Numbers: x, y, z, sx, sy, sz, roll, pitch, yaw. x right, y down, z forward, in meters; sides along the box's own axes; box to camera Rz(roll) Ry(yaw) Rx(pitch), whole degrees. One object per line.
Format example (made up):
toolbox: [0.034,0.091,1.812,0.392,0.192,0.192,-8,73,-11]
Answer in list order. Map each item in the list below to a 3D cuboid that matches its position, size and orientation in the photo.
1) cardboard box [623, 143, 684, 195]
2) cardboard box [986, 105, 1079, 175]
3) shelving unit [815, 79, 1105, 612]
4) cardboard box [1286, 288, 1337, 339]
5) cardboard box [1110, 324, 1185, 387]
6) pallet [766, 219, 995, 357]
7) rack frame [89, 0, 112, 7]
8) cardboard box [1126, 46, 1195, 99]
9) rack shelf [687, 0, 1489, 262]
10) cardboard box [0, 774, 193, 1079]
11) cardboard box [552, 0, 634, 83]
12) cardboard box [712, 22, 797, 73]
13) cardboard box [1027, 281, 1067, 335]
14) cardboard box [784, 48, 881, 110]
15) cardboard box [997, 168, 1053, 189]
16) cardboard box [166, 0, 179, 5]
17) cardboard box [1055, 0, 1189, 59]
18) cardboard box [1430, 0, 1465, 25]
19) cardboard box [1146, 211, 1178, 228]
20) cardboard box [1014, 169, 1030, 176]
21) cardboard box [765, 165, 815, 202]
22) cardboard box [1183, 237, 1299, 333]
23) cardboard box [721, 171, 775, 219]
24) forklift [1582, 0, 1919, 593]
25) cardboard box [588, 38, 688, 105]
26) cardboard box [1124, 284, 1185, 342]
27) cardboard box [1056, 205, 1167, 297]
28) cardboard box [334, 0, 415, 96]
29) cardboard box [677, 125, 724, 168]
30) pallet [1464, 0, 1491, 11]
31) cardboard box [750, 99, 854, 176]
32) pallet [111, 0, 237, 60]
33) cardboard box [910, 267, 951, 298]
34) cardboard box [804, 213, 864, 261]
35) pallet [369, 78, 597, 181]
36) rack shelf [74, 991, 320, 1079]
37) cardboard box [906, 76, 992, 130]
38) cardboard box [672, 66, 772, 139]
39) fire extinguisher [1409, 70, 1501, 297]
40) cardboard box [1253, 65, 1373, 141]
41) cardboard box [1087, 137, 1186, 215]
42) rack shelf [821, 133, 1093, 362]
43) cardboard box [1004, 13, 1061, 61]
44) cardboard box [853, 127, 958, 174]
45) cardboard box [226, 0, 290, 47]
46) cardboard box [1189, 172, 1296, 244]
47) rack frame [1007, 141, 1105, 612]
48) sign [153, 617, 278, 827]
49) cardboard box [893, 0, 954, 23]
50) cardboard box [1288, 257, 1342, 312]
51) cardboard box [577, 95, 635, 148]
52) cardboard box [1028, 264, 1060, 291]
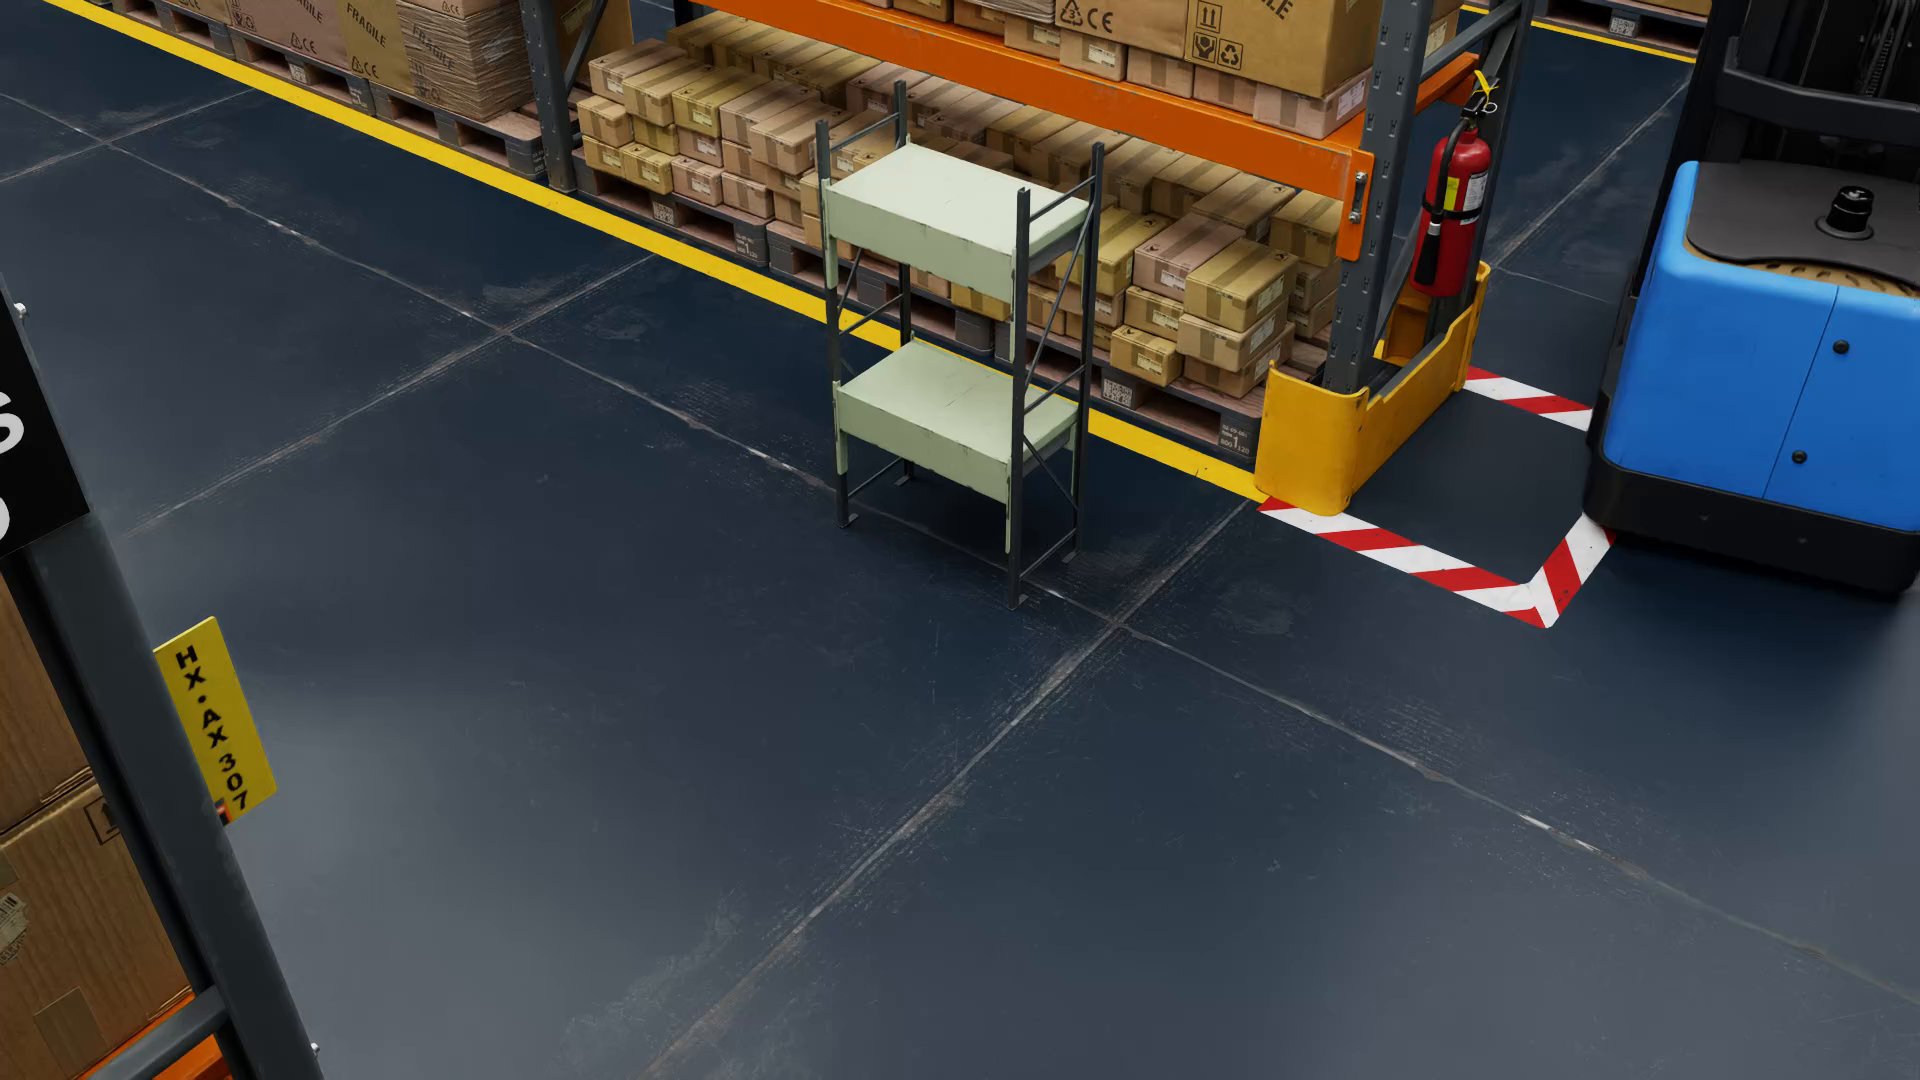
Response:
cardboard box: [-1.286,-1.717,7.481,0.250,0.149,0.380,27,45,30]
cardboard box: [0.319,-1.692,6.967,0.250,0.149,0.380,26,45,29]
shelving unit: [-0.005,-0.593,5.291,0.755,1.500,0.431,25,45,29]
cardboard box: [1.364,-0.965,6.521,0.250,0.149,0.380,26,45,29]
cardboard box: [0.775,-0.754,6.251,0.250,0.149,0.380,27,45,30]
pallet: [-0.063,-1.278,7.211,1.213,0.211,1.003,25,45,29]
rack frame: [-4.769,-4.565,9.148,0.127,3.000,1.000,25,45,29]
cardboard box: [0.772,-1.652,5.630,0.250,0.149,0.380,25,44,28]
rack shelf: [-0.003,-2.035,6.499,4.000,0.370,1.077,25,45,29]
cardboard box: [-1.548,0.533,2.555,0.500,0.500,0.500,25,44,28]
cardboard box: [-2.017,-2.655,8.395,0.500,0.500,0.500,27,45,30]
cardboard box: [-0.924,-2.262,7.695,0.250,0.149,0.380,26,45,29]
cardboard box: [0.413,-0.981,6.541,0.250,0.149,0.380,26,45,29]
cardboard box: [-0.563,-2.037,7.408,0.250,0.149,0.380,27,45,30]
cardboard box: [0.149,-1.279,6.439,0.250,0.149,0.380,27,45,30]
cardboard box: [-4.362,-3.356,9.291,0.500,0.500,0.500,23,44,27]
cardboard box: [0.666,-1.963,5.502,0.500,0.500,0.500,25,44,28]
cardboard box: [1.397,-2.029,5.586,0.500,0.500,0.500,27,46,31]
cardboard box: [0.894,-1.229,6.618,0.250,0.149,0.380,26,45,29]
cardboard box: [0.247,-1.513,6.980,0.250,0.149,0.380,28,46,31]
cardboard box: [-0.610,-1.593,7.082,0.250,0.149,0.380,27,46,30]
cardboard box: [1.011,-0.920,5.982,0.250,0.149,0.380,26,45,29]
cardboard box: [-0.825,-1.578,7.305,0.250,0.149,0.380,24,44,28]
forklift: [3.215,-1.889,5.785,1.130,2.935,3.031,15,41,18]
cardboard box: [-1.444,-2.114,7.506,0.250,0.149,0.380,27,46,30]
cardboard box: [0.818,-0.911,6.211,0.250,0.149,0.380,24,44,28]
cardboard box: [0.564,-1.077,6.182,0.250,0.149,0.380,24,44,28]
cardboard box: [-2.740,-2.594,8.317,0.500,0.500,0.500,24,44,28]
cardboard box: [-1.027,-1.810,7.359,0.250,0.149,0.380,25,44,28]
pallet: [3.032,-3.580,10.152,1.213,0.211,1.003,25,45,29]
cardboard box: [-0.657,-1.689,6.964,0.250,0.149,0.380,26,45,29]
pallet: [-4.149,-3.174,9.633,1.213,0.211,1.003,25,45,29]
cardboard box: [-0.032,-1.158,6.768,0.250,0.149,0.380,26,45,29]
cardboard box: [-0.442,-1.350,7.013,0.250,0.149,0.380,24,44,27]
pallet: [-2.211,-2.260,8.465,1.213,0.211,1.003,25,45,29]
rack shelf: [-2.930,0.427,3.355,4.000,0.370,1.077,25,45,29]
cardboard box: [-0.070,-1.886,7.215,0.250,0.149,0.380,24,44,27]
cardboard box: [-1.030,-1.911,7.247,0.250,0.149,0.380,25,44,28]
fire extinguisher: [1.505,-1.071,5.050,0.183,0.674,0.296,25,45,29]
cardboard box: [1.155,-1.454,5.377,0.250,0.149,0.380,25,45,29]
cardboard box: [0.714,-1.462,6.674,0.250,0.149,0.380,23,44,27]
rack shelf: [-0.005,-0.900,5.050,0.720,0.370,0.431,25,45,29]
cardboard box: [0.364,-1.849,5.882,0.250,0.149,0.380,23,44,27]
cardboard box: [-0.218,-1.516,6.742,0.250,0.149,0.380,25,45,29]
cardboard box: [-3.550,-2.980,8.810,0.500,0.500,0.500,24,44,28]
cardboard box: [1.084,-1.253,6.407,0.250,0.149,0.380,26,45,29]
rack frame: [0.285,-0.456,5.116,0.023,1.500,0.400,25,45,29]
sign: [-0.999,0.251,2.230,0.005,0.325,0.100,25,45,29]
cardboard box: [-0.035,-2.071,6.165,0.250,0.149,0.380,26,45,29]
cardboard box: [1.325,-1.051,6.390,0.250,0.149,0.380,27,46,30]
cardboard box: [-1.498,-1.935,7.518,0.250,0.149,0.380,27,46,30]
cardboard box: [0.428,-1.132,6.493,0.250,0.149,0.380,25,44,28]
